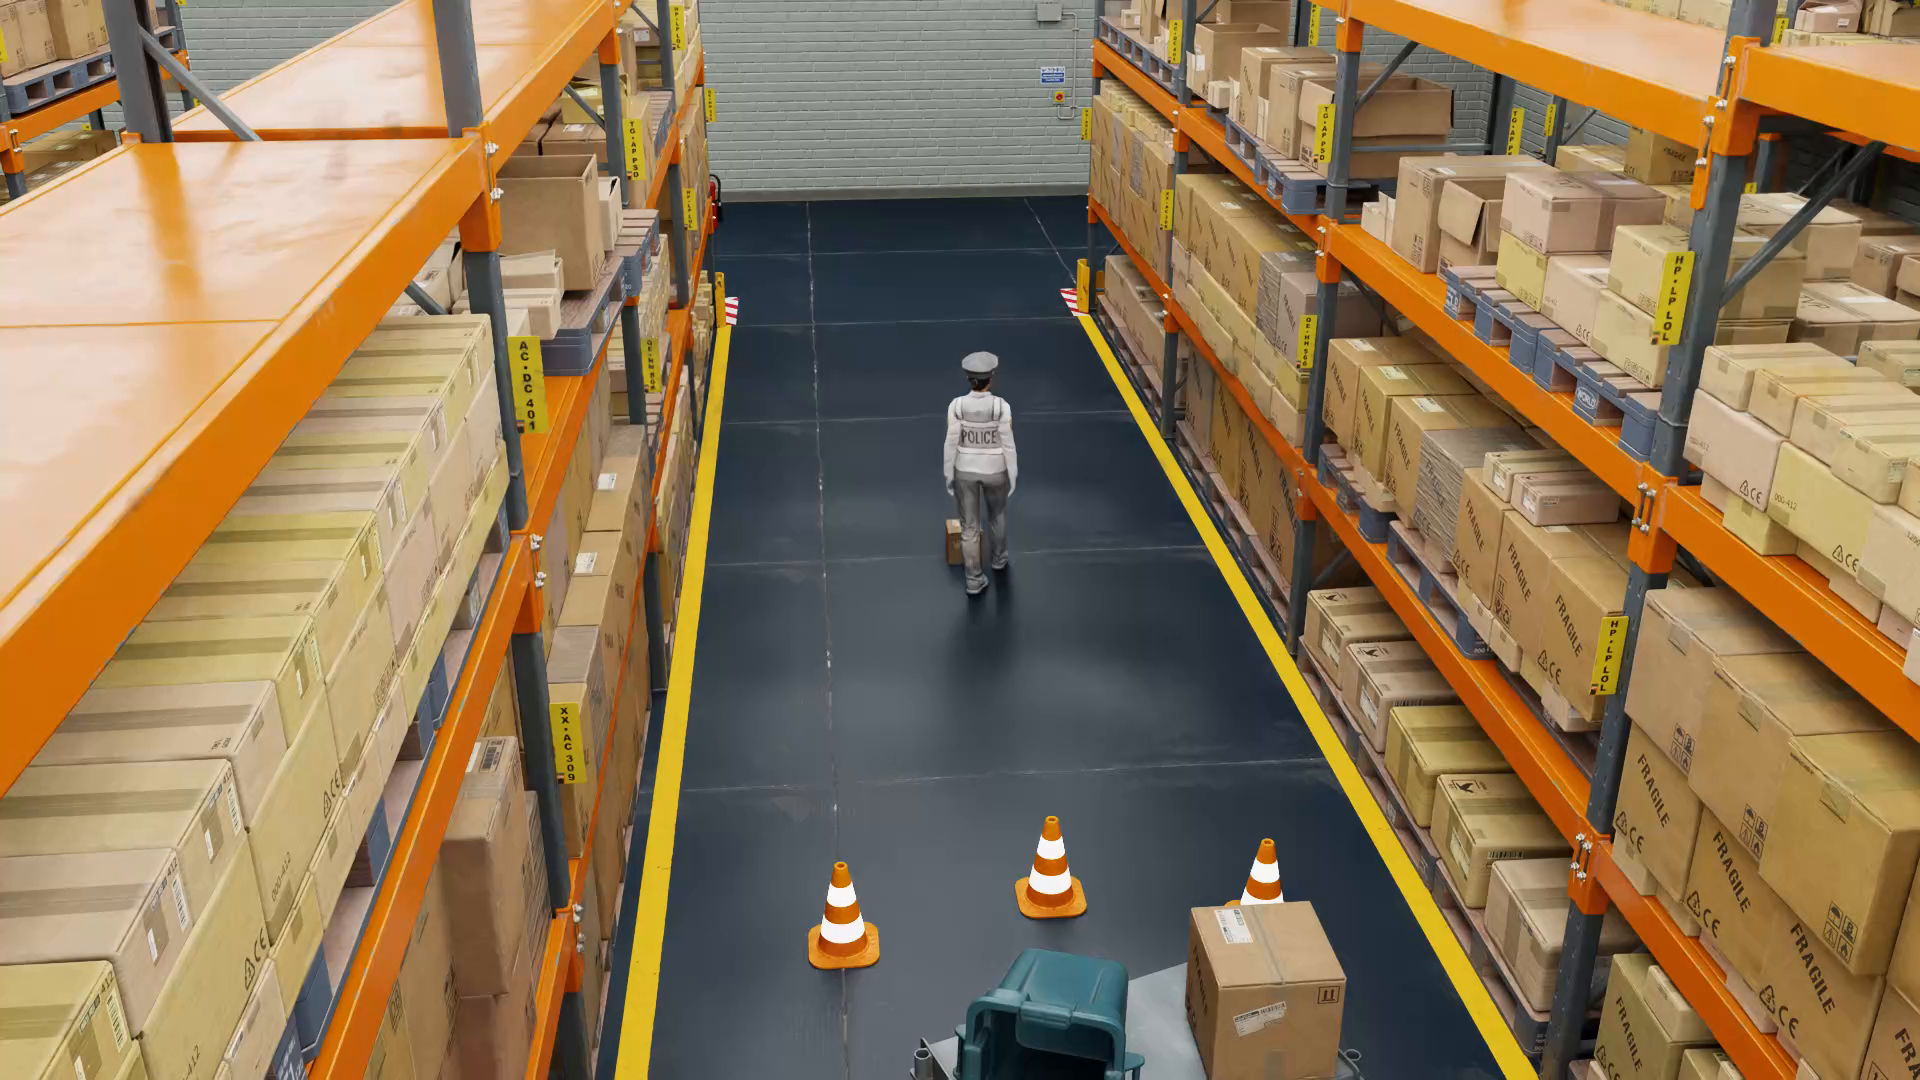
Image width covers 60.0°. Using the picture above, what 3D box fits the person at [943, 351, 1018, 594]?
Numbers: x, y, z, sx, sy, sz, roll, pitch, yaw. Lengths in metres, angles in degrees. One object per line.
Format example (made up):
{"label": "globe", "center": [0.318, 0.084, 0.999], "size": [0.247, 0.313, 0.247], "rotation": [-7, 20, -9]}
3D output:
{"label": "person", "center": [0.147, -0.507, 11.415], "size": [0.506, 1.667, 0.673], "rotation": [1, 24, 2]}
